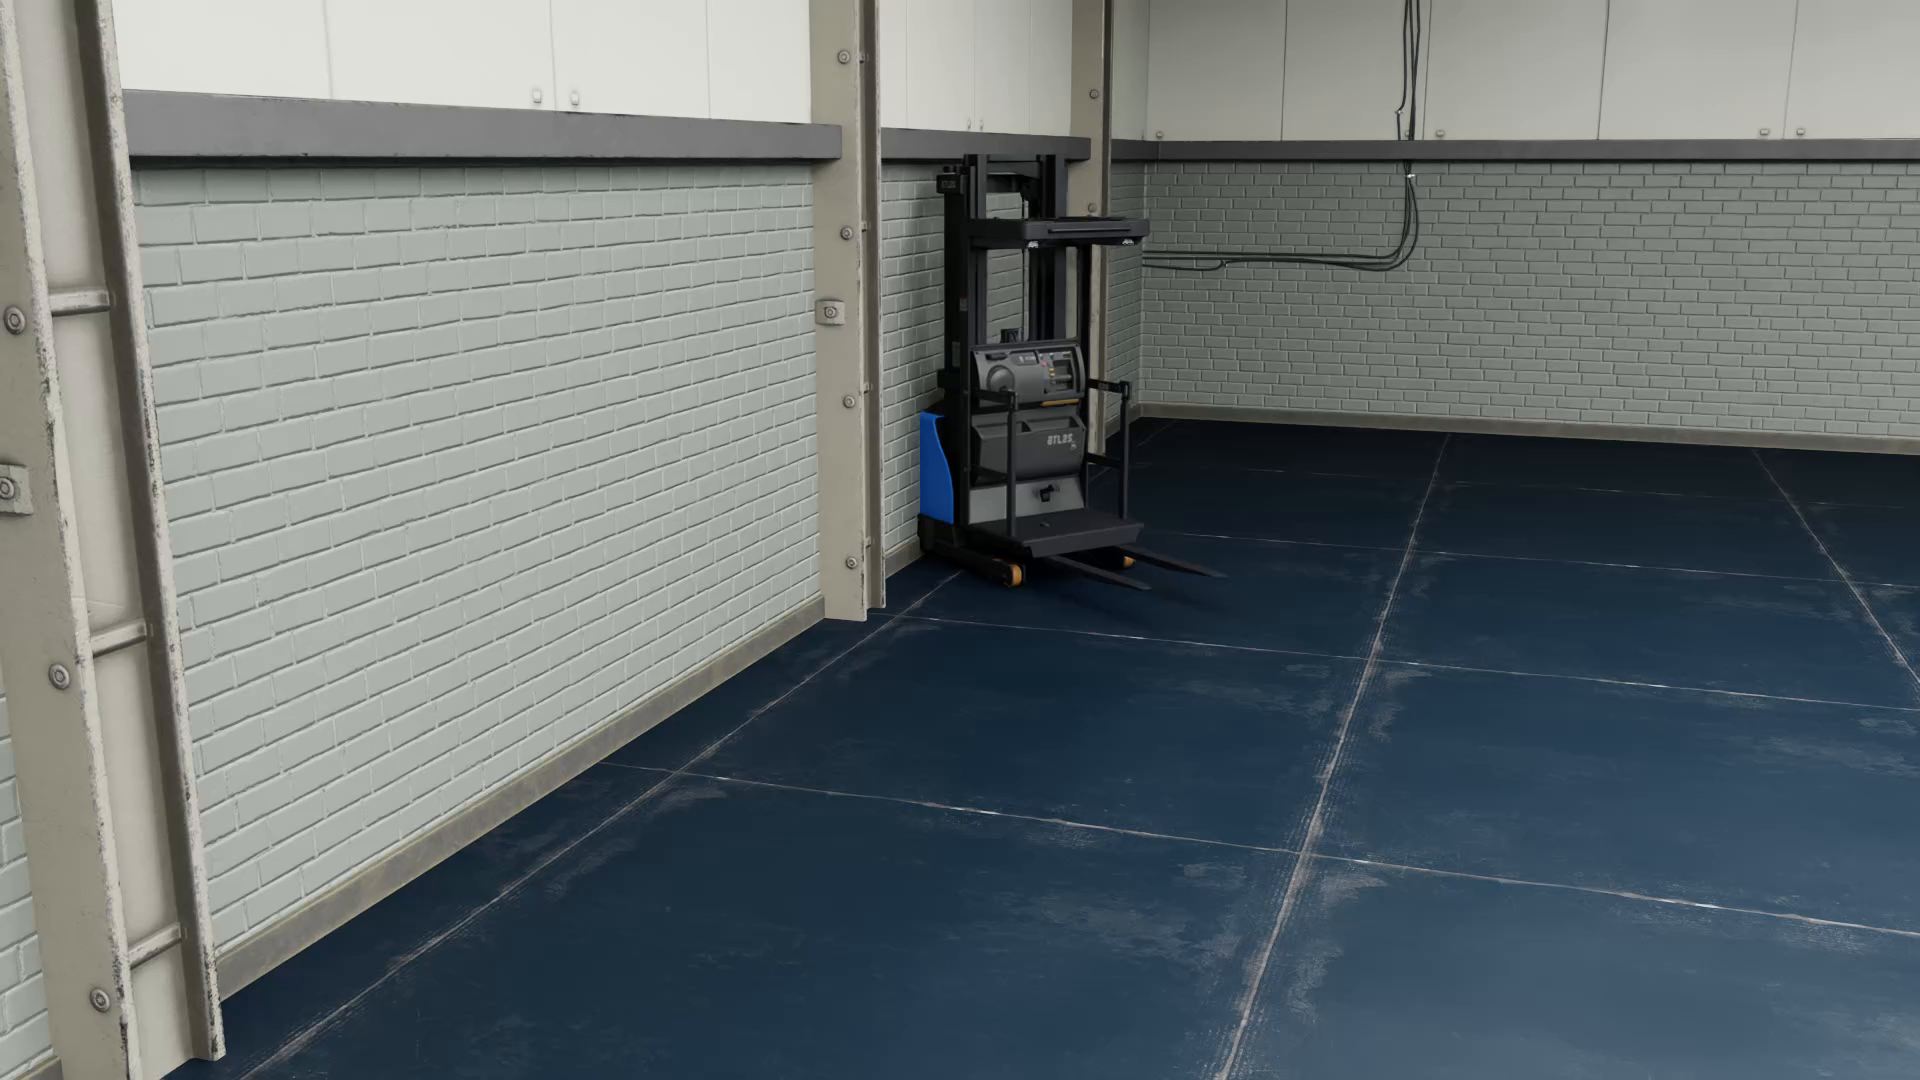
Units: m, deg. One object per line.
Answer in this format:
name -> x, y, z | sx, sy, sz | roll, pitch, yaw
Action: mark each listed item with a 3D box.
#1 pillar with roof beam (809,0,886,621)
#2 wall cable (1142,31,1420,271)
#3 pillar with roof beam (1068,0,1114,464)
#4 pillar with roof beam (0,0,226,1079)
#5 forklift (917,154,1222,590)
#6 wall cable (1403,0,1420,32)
pillar with roof beam -> 3.372, -3.606, 8.565 | 9.100, 9.000, 0.400 | 4, 14, 18
wall cable -> 3.444, -4.191, 18.104 | 3.097, 2.526, 0.112 | 4, 14, 18
pillar with roof beam -> 5.313, -4.870, 14.100 | 9.100, 9.000, 0.400 | 4, 14, 18
pillar with roof beam -> 1.431, -2.343, 3.030 | 9.100, 9.000, 0.400 | 4, 14, 18
forklift -> 0.618, -1.220, 11.748 | 1.130, 2.935, 3.031 | -8, 15, -32
wall cable -> 6.004, -6.458, 16.689 | 3.097, 2.526, 0.112 | 4, 14, 18
